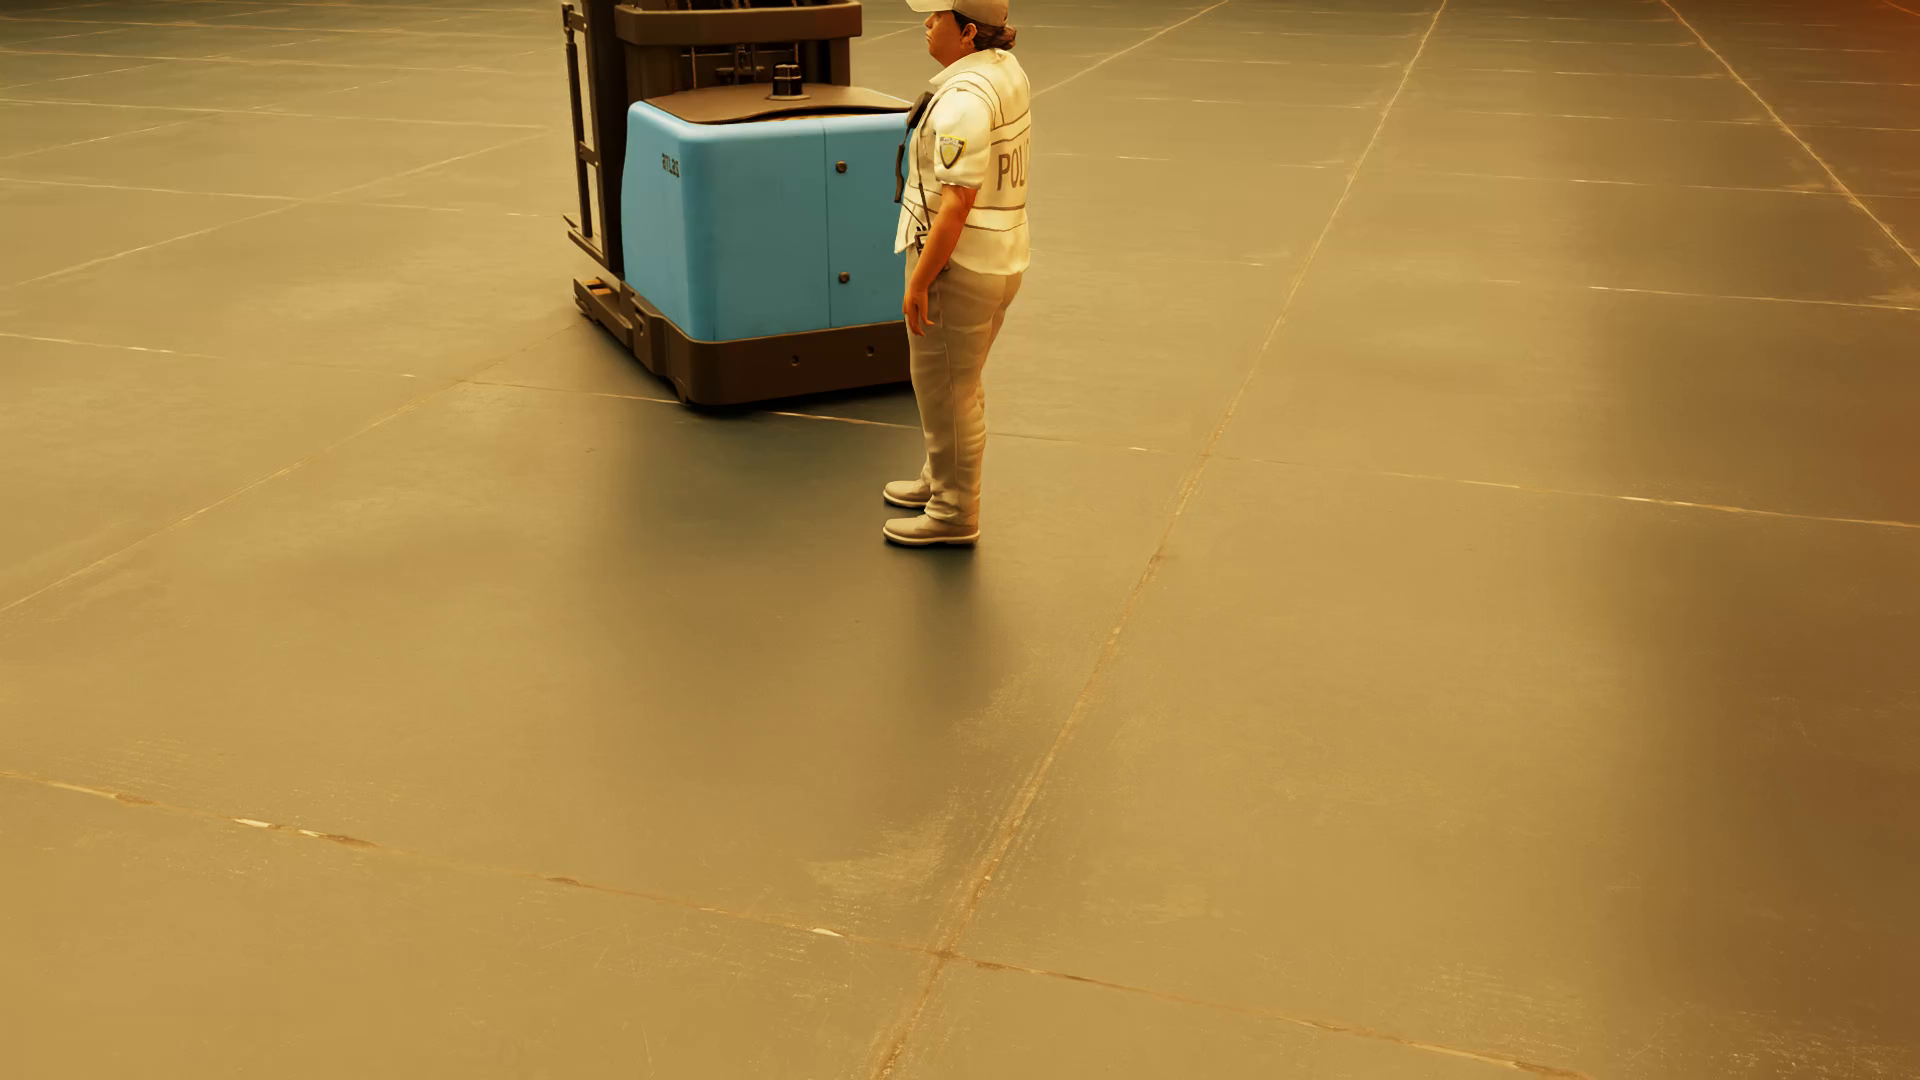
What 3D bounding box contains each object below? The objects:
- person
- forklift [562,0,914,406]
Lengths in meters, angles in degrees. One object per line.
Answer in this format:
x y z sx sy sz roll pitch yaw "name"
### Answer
-0.066 -0.794 4.841 0.529 1.670 0.598 7 23 16 "person"
-1.116 -2.378 7.040 1.130 2.935 3.031 -10 24 -23 "forklift"
